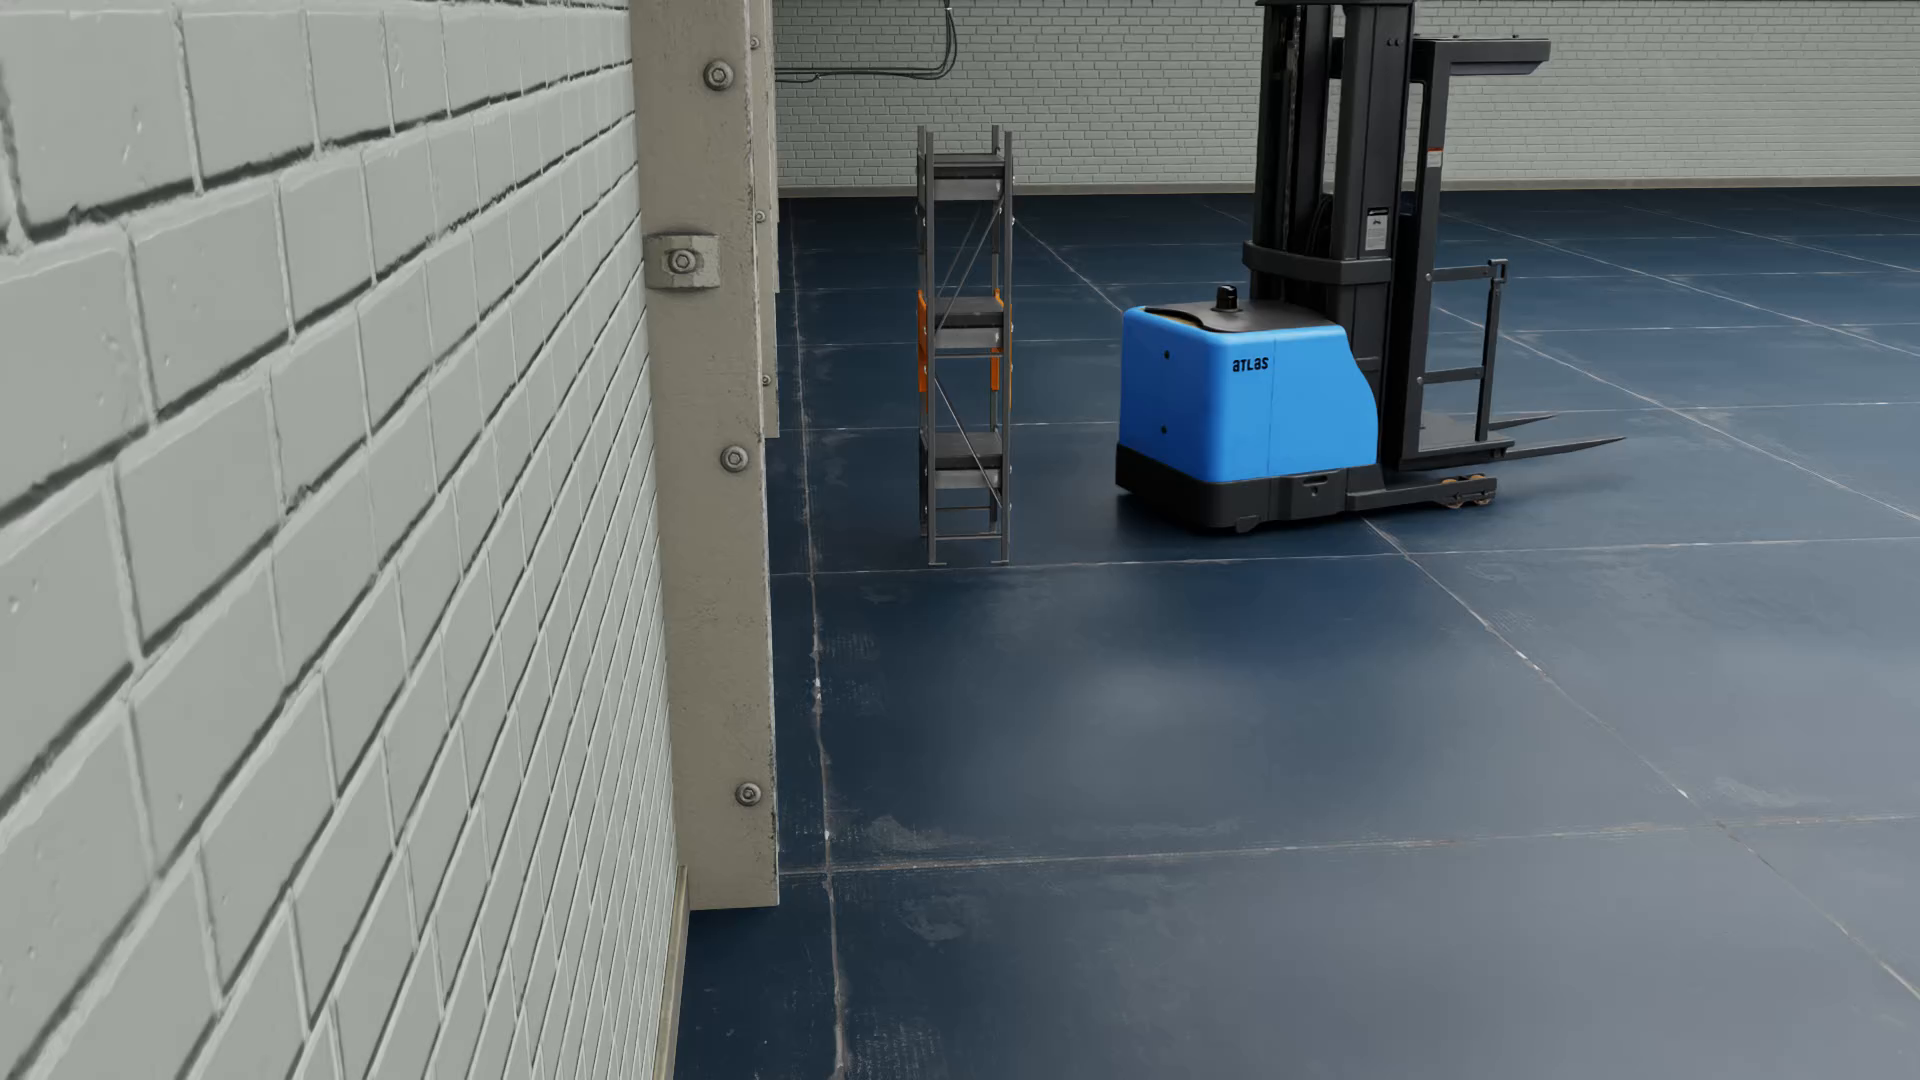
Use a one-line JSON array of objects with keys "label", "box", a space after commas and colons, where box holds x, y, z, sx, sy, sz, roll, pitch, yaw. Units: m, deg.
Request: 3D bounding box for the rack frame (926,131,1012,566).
[{"label": "rack frame", "box": [0.042, -0.880, 7.974, 0.400, 2.100, 0.015, -2, 18, -6]}]

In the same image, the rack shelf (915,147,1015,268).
[{"label": "rack shelf", "box": [0.017, -1.607, 8.000, 0.431, 0.518, 0.480, -2, 18, -6]}]

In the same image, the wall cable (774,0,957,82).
[{"label": "wall cable", "box": [-1.575, -8.026, 24.402, 3.097, 2.526, 0.112, -2, 18, -6]}]

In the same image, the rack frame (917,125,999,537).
[{"label": "rack frame", "box": [-0.008, -1.025, 8.437, 0.400, 2.100, 0.015, -2, 18, -6]}]

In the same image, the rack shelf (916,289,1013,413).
[{"label": "rack shelf", "box": [0.017, -0.939, 8.210, 0.431, 0.518, 0.480, -2, 18, -6]}]

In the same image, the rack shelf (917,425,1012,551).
[{"label": "rack shelf", "box": [0.017, -0.272, 8.419, 0.431, 0.518, 0.480, -2, 18, -6]}]

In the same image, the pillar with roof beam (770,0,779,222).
[{"label": "pillar with roof beam", "box": [1.696, -8.722, 21.435, 9.100, 9.000, 0.400, -2, 18, -6]}]

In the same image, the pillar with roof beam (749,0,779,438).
[{"label": "pillar with roof beam", "box": [2.934, -5.147, 10.047, 9.100, 9.000, 0.400, -2, 18, -6]}]

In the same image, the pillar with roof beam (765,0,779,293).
[{"label": "pillar with roof beam", "box": [2.315, -6.934, 15.741, 9.100, 9.000, 0.400, -2, 18, -6]}]

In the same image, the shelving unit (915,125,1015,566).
[{"label": "shelving unit", "box": [0.017, -0.952, 8.205, 0.431, 2.100, 0.503, -2, 18, -6]}]

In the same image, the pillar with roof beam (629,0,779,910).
[{"label": "pillar with roof beam", "box": [3.552, -3.359, 4.353, 9.100, 9.000, 0.400, -2, 18, -6]}]

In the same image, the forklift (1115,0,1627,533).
[{"label": "forklift", "box": [2.448, -1.707, 9.221, 3.031, 2.935, 1.130, -7, 19, -23]}]
